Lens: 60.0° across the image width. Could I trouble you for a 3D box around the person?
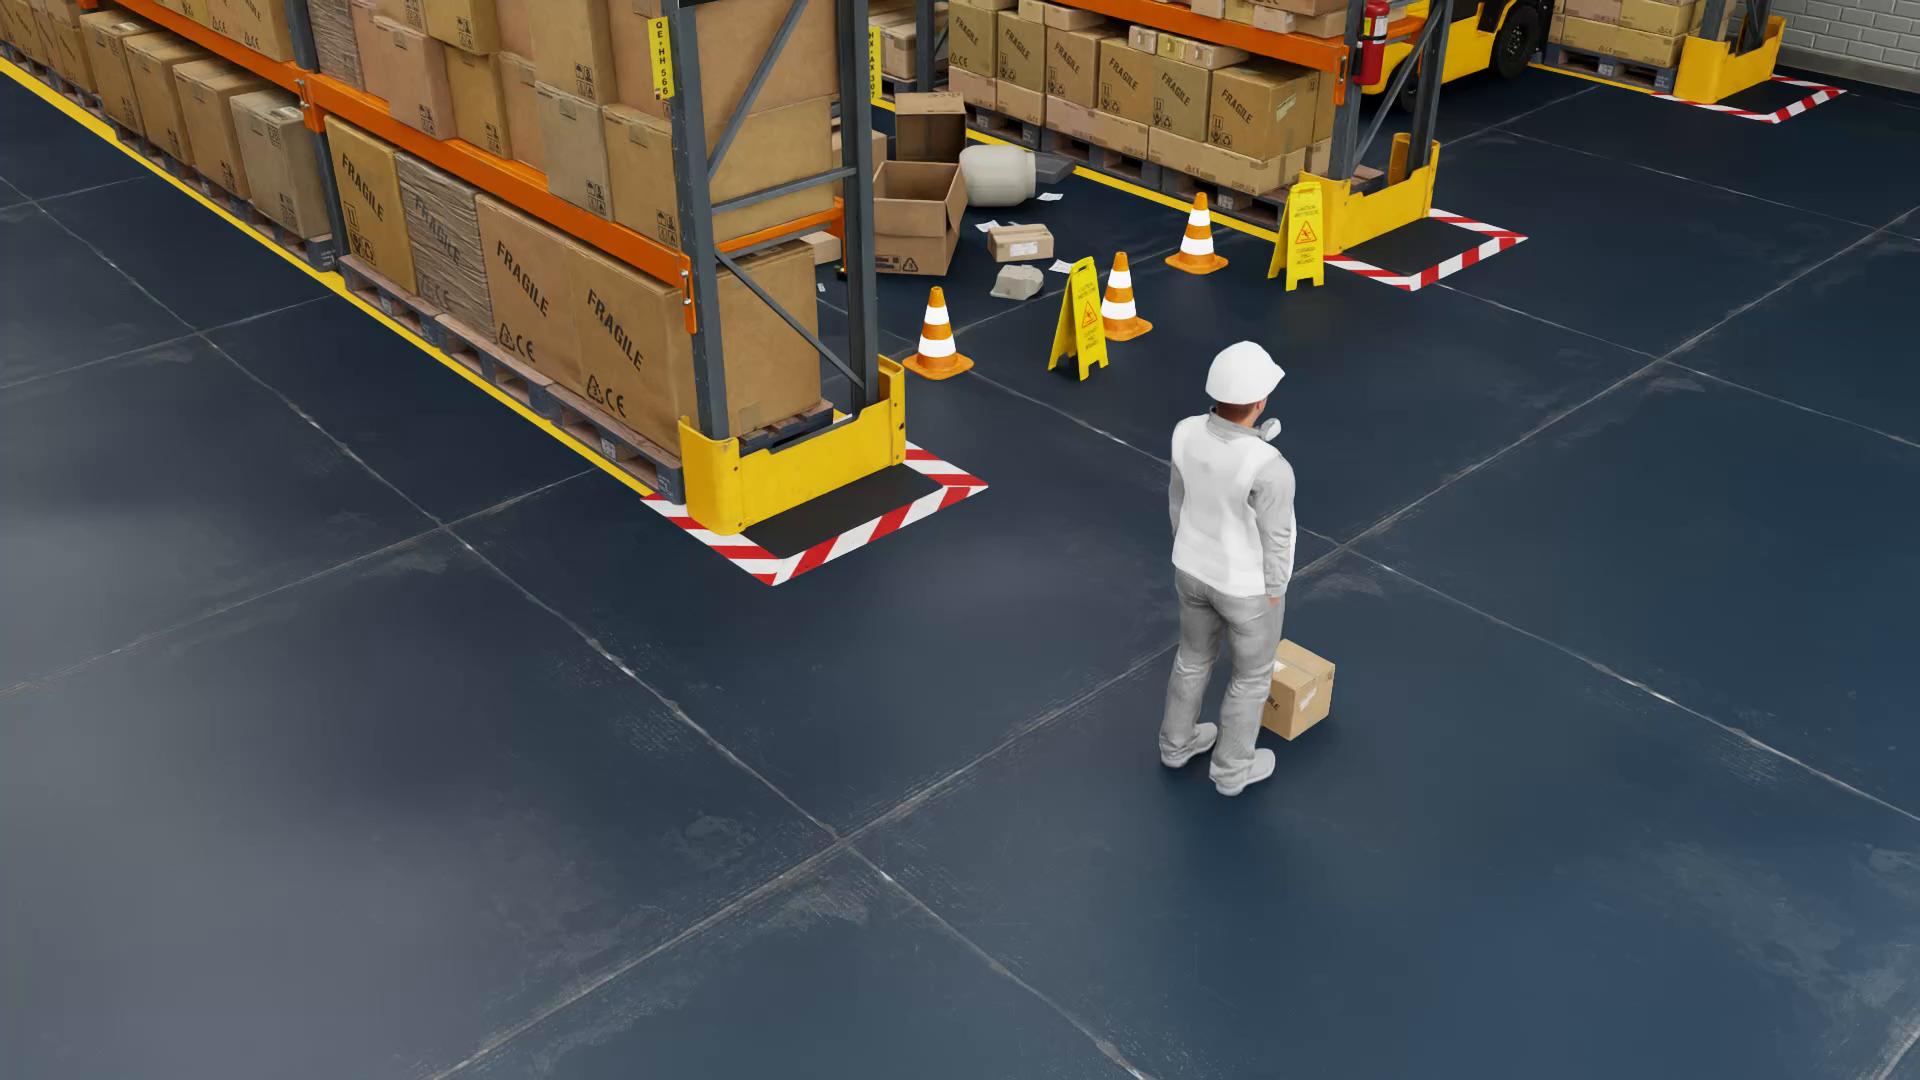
[{"bbox_3d":[0.959,0.101,5.952,0.360,1.767,0.533,-25,39,-34],"label":"person"}]
